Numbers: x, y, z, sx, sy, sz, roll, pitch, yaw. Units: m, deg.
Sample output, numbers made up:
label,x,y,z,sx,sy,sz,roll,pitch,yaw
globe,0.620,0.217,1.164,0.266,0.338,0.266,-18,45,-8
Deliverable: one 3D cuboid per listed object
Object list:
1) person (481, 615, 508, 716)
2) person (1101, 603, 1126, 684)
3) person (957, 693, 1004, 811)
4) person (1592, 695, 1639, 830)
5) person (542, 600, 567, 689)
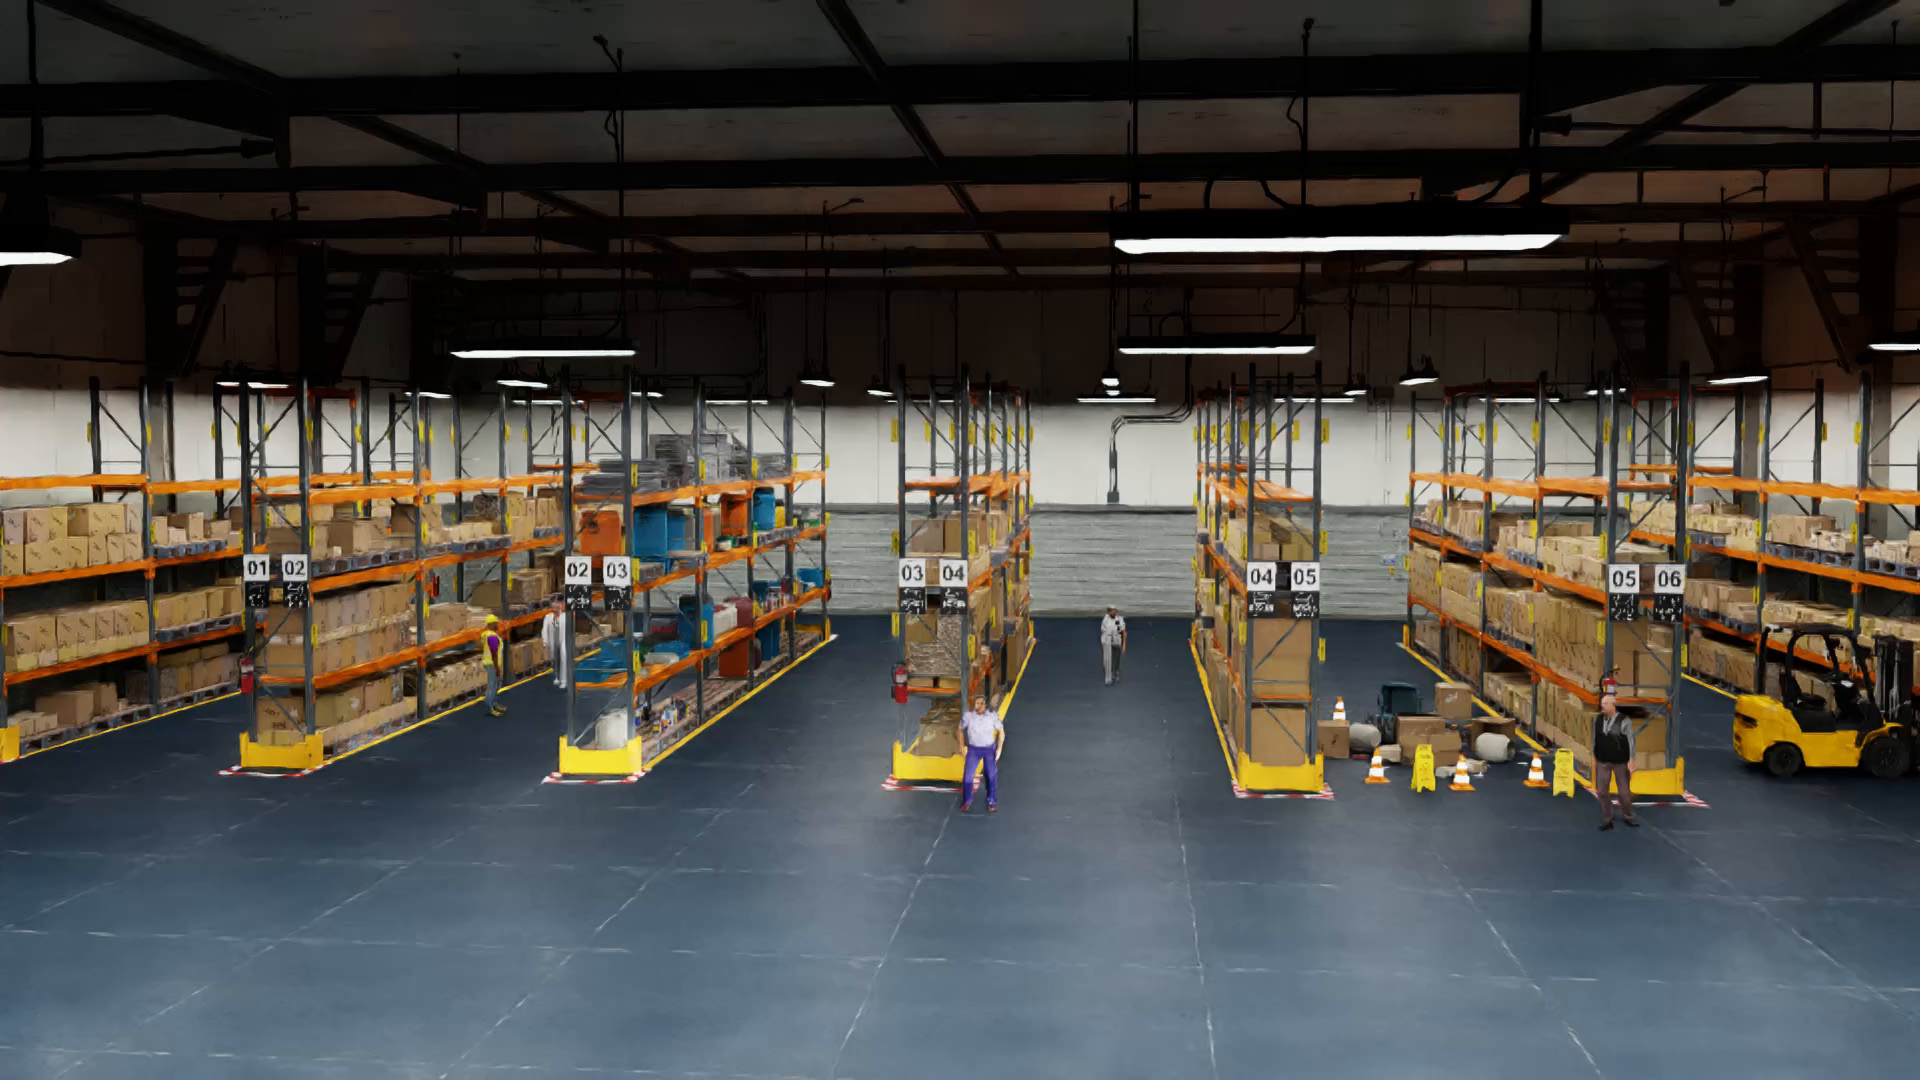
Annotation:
label,x,y,z,sx,sy,sz,roll,pitch,yaw
person,-8.258,2.206,29.546,0.447,1.771,0.632,-2,4,-25
person,3.075,2.061,33.257,0.493,1.605,0.991,0,4,5
person,0.276,2.801,21.997,0.625,1.596,0.510,0,4,4
person,8.293,2.801,21.067,0.565,1.707,0.562,3,5,42
person,-7.891,2.037,32.585,0.577,1.716,1.104,0,4,-3
